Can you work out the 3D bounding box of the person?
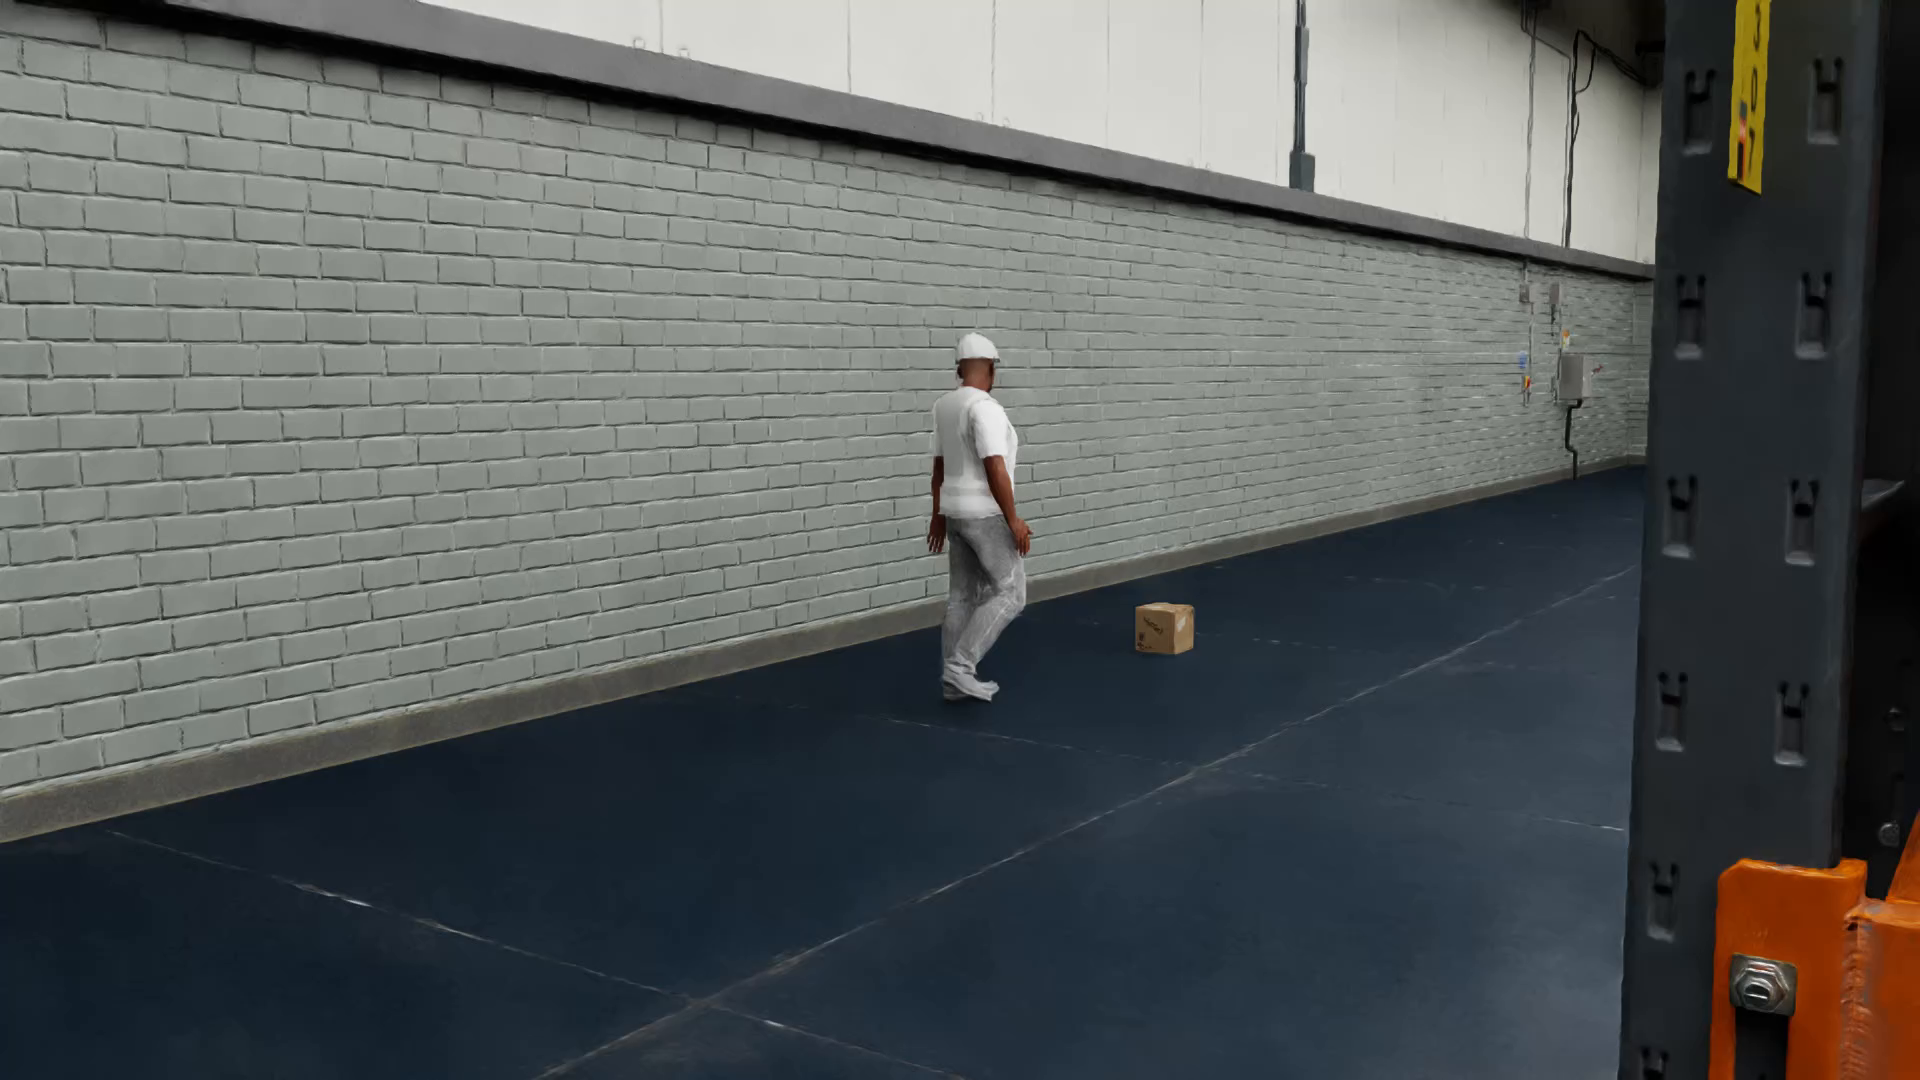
[{"bbox_3d":[0.057,-0.102,7.935,0.452,1.762,0.730,-3,7,-25],"label":"person"}]
